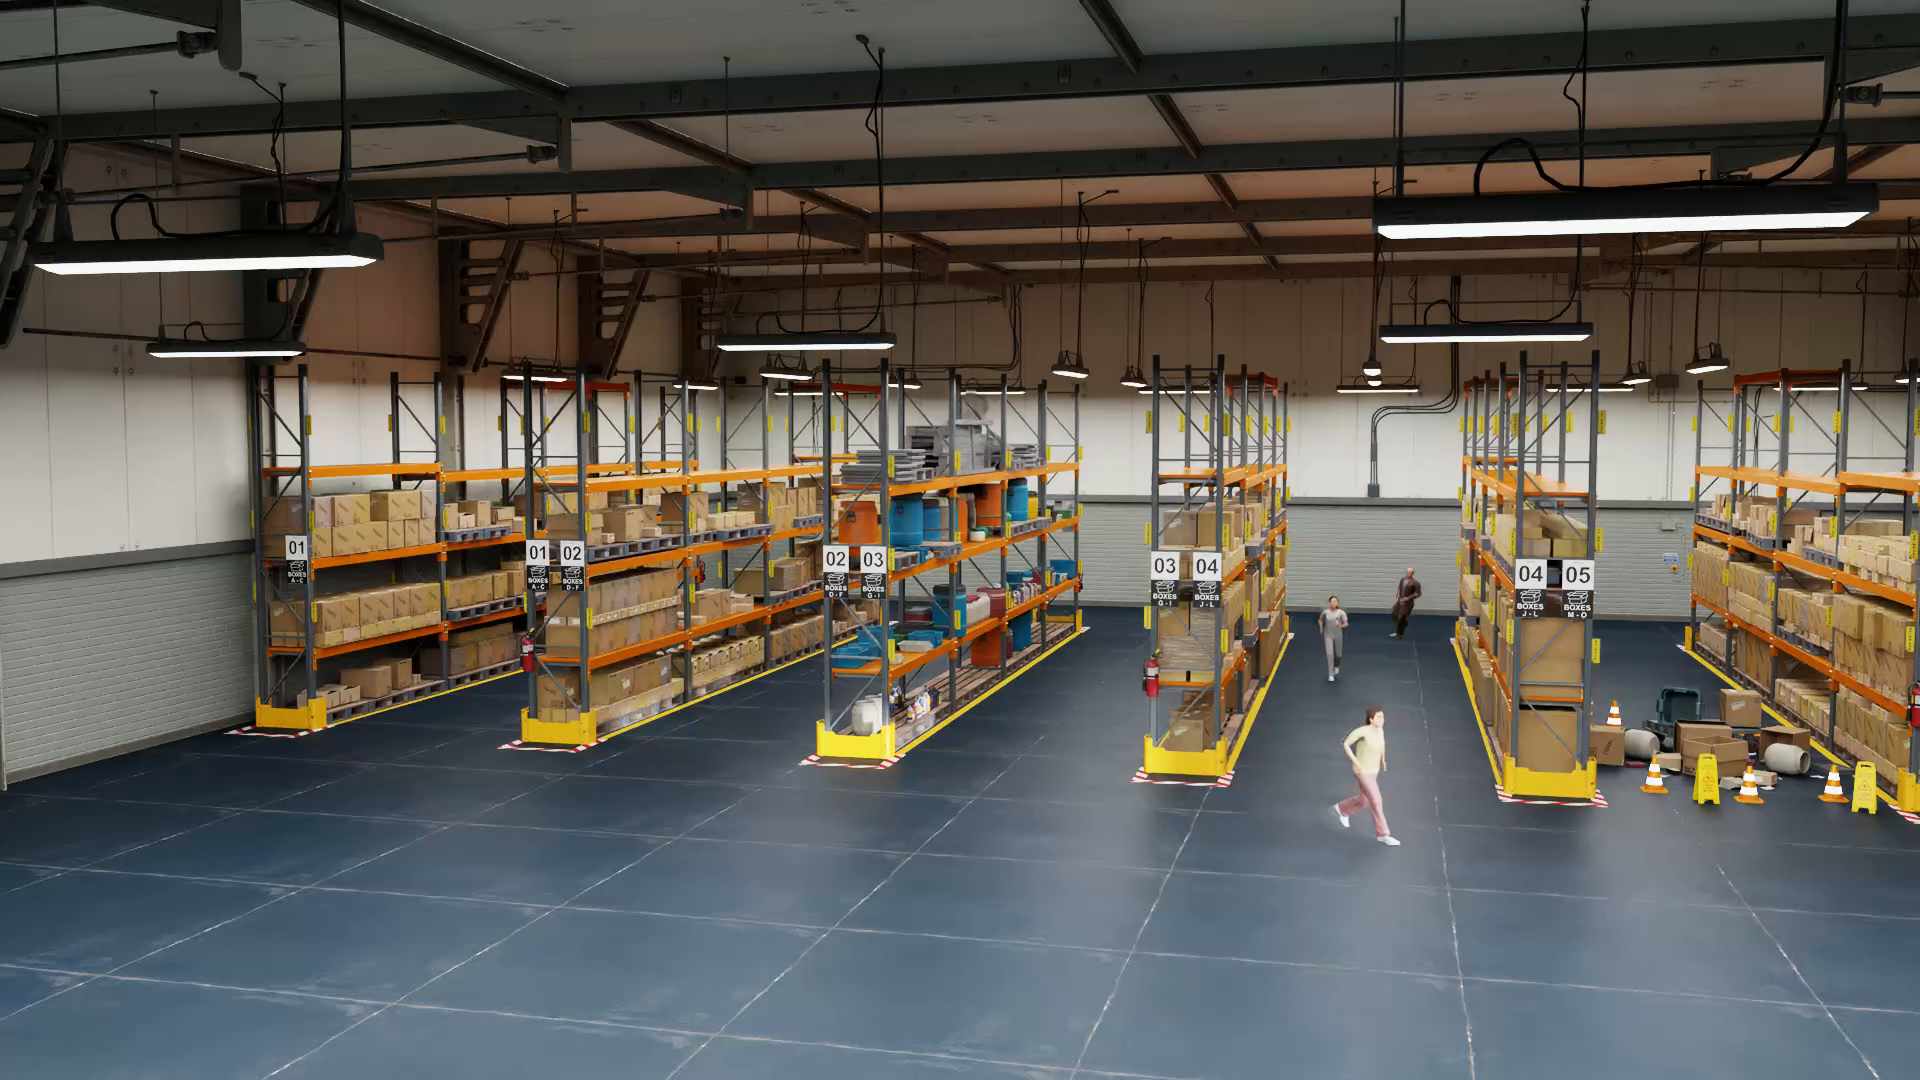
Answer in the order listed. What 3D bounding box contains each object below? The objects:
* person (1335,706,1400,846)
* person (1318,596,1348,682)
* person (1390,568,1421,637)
[{"bbox_3d":[4.876,2.798,20.061,0.609,1.629,1.009,-3,5,-33],"label":"person"},{"bbox_3d":[7.323,1.915,32.655,0.575,1.645,0.914,1,4,12],"label":"person"},{"bbox_3d":[10.494,1.474,39.012,0.643,1.672,0.778,-3,5,-32],"label":"person"}]
